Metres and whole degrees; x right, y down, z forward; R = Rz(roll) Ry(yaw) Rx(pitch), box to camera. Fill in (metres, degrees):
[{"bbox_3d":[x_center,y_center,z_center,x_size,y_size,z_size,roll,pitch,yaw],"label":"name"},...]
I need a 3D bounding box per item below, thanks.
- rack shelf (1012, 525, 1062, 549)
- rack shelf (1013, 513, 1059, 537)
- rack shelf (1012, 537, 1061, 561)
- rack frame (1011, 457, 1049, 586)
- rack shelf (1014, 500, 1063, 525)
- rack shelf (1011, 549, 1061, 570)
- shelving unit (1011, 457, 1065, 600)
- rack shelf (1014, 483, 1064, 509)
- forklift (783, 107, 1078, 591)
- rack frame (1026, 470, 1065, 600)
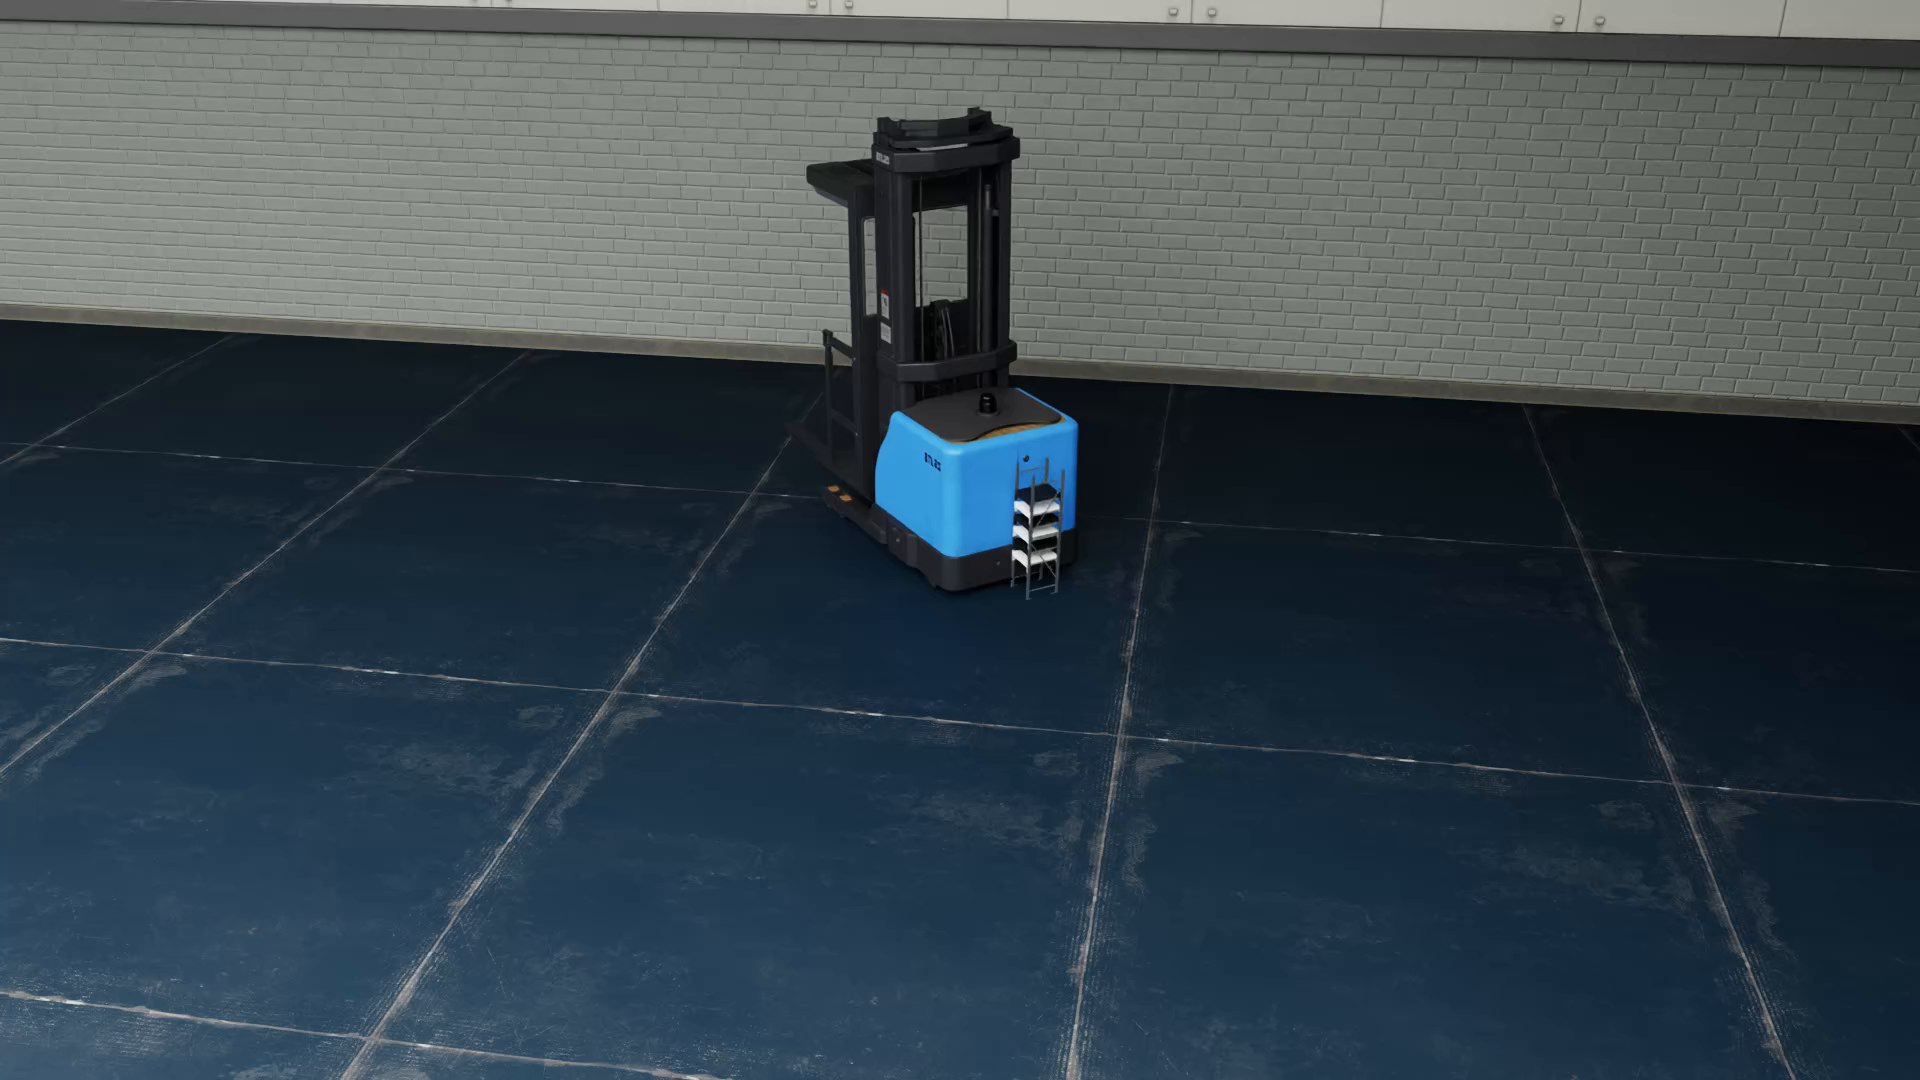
[{"bbox_3d":[0.505,-0.040,10.885,0.258,0.077,0.200,-13,31,-25],"label":"rack shelf"},{"bbox_3d":[0.507,-0.120,10.843,0.258,0.077,0.200,-13,31,-25],"label":"rack shelf"},{"bbox_3d":[0.502,0.039,10.927,0.258,0.077,0.200,-13,31,-25],"label":"rack shelf"},{"bbox_3d":[0.458,-0.113,10.948,0.240,0.900,0.006,-13,31,-25],"label":"rack frame"},{"bbox_3d":[0.509,-0.199,10.801,0.258,0.077,0.200,-13,31,-25],"label":"rack shelf"},{"bbox_3d":[0.500,0.119,10.969,0.258,0.077,0.200,-13,31,-25],"label":"rack shelf"},{"bbox_3d":[0.505,-0.070,10.869,0.258,0.900,0.210,-13,31,-25],"label":"shelving unit"},{"bbox_3d":[0.511,-0.279,10.759,0.258,0.077,0.200,-13,31,-25],"label":"rack shelf"},{"bbox_3d":[-0.371,-1.578,11.709,1.130,2.935,3.031,-14,28,-27],"label":"forklift"},{"bbox_3d":[0.553,-0.027,10.790,0.240,0.900,0.006,-13,31,-25],"label":"rack frame"}]
